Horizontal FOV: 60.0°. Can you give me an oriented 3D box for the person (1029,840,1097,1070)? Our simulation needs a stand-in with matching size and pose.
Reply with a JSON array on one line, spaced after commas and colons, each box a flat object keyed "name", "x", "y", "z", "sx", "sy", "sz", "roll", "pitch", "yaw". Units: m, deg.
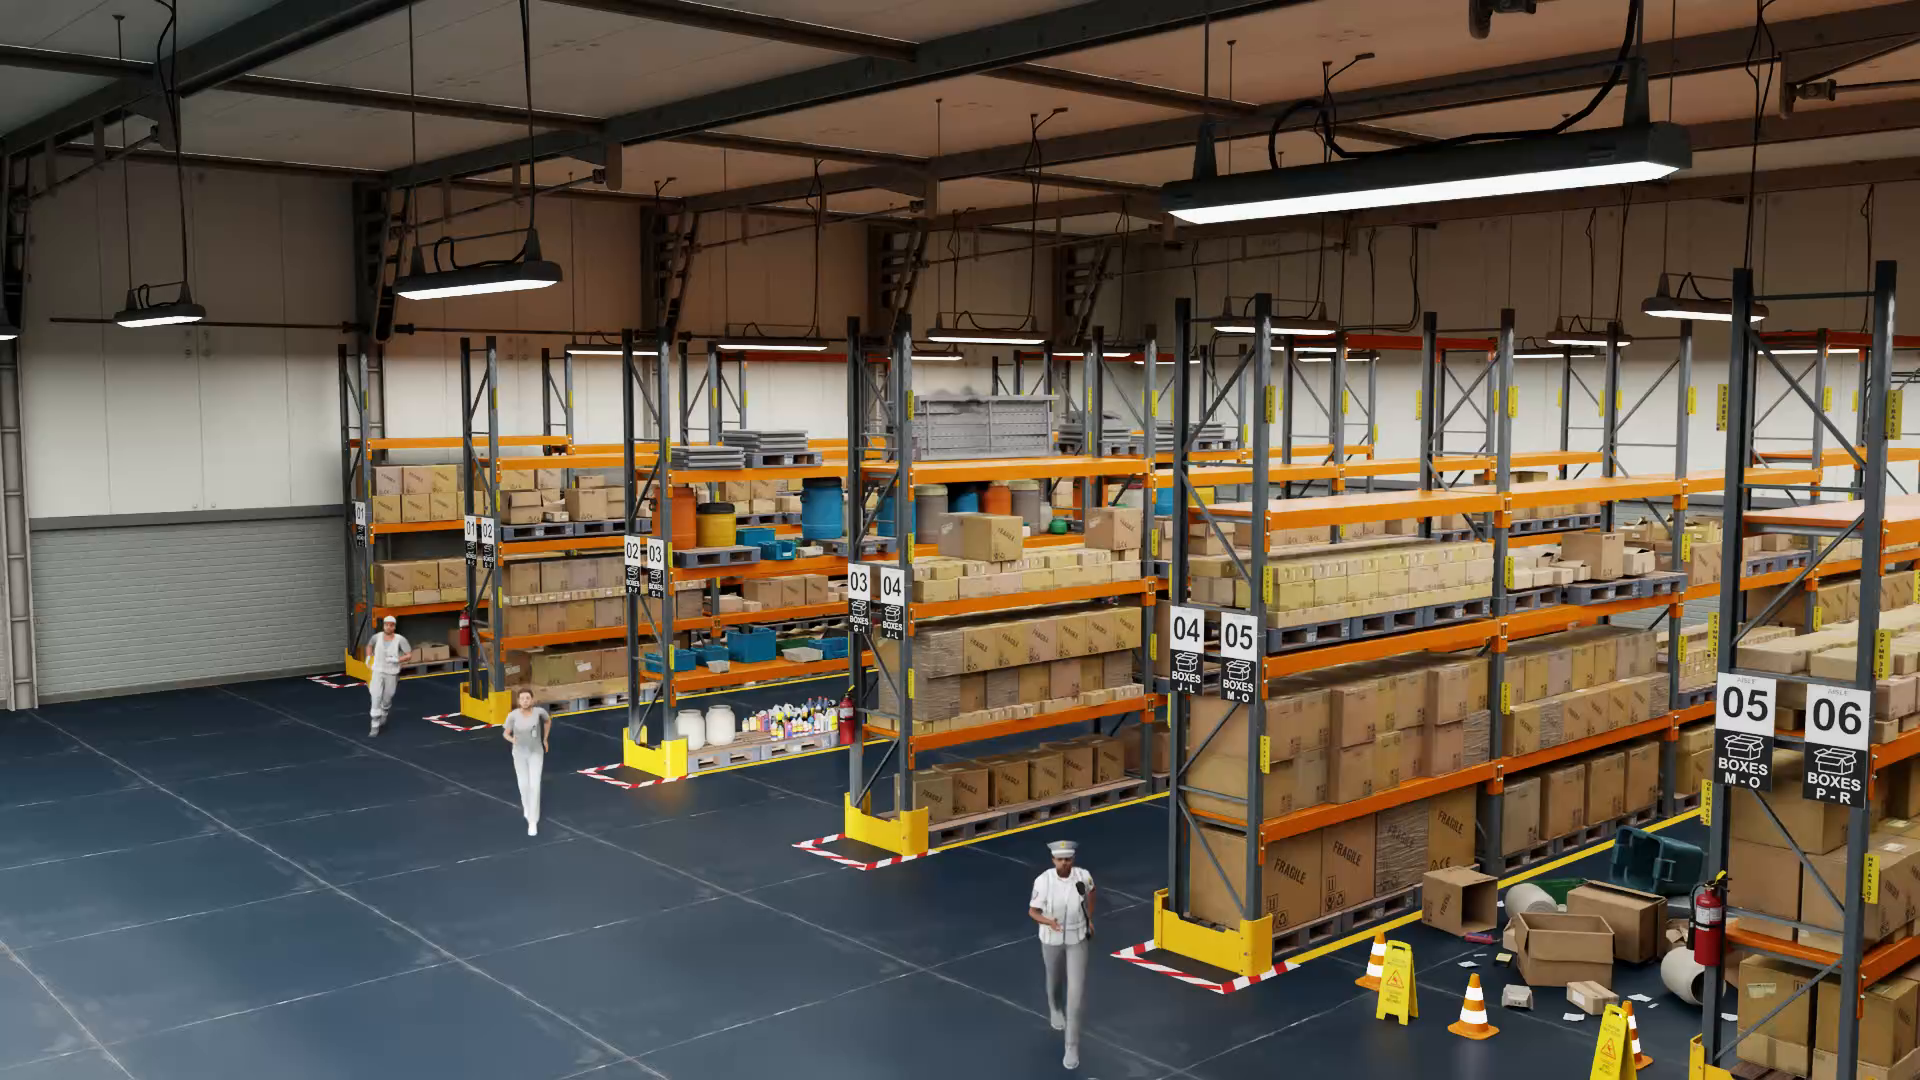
[{"name": "person", "x": 0.807, "y": 3.147, "z": 13.046, "sx": 0.530, "sy": 1.708, "sz": 0.918, "roll": 0, "pitch": 5, "yaw": 4}]

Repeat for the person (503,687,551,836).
[{"name": "person", "x": -5.114, "y": 2.561, "z": 19.659, "sx": 0.530, "sy": 1.680, "sz": 0.941, "roll": -1, "pitch": 5, "yaw": -7}]

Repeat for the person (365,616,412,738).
[{"name": "person", "x": -8.677, "y": 2.032, "z": 25.263, "sx": 0.694, "sy": 1.781, "sz": 0.928, "roll": -1, "pitch": 5, "yaw": -10}]

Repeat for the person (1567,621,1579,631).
[{"name": "person", "x": 9.470, "y": 2.055, "z": 25.760, "sx": 0.670, "sy": 1.657, "sz": 0.594, "roll": -5, "pitch": 7, "yaw": -42}]
